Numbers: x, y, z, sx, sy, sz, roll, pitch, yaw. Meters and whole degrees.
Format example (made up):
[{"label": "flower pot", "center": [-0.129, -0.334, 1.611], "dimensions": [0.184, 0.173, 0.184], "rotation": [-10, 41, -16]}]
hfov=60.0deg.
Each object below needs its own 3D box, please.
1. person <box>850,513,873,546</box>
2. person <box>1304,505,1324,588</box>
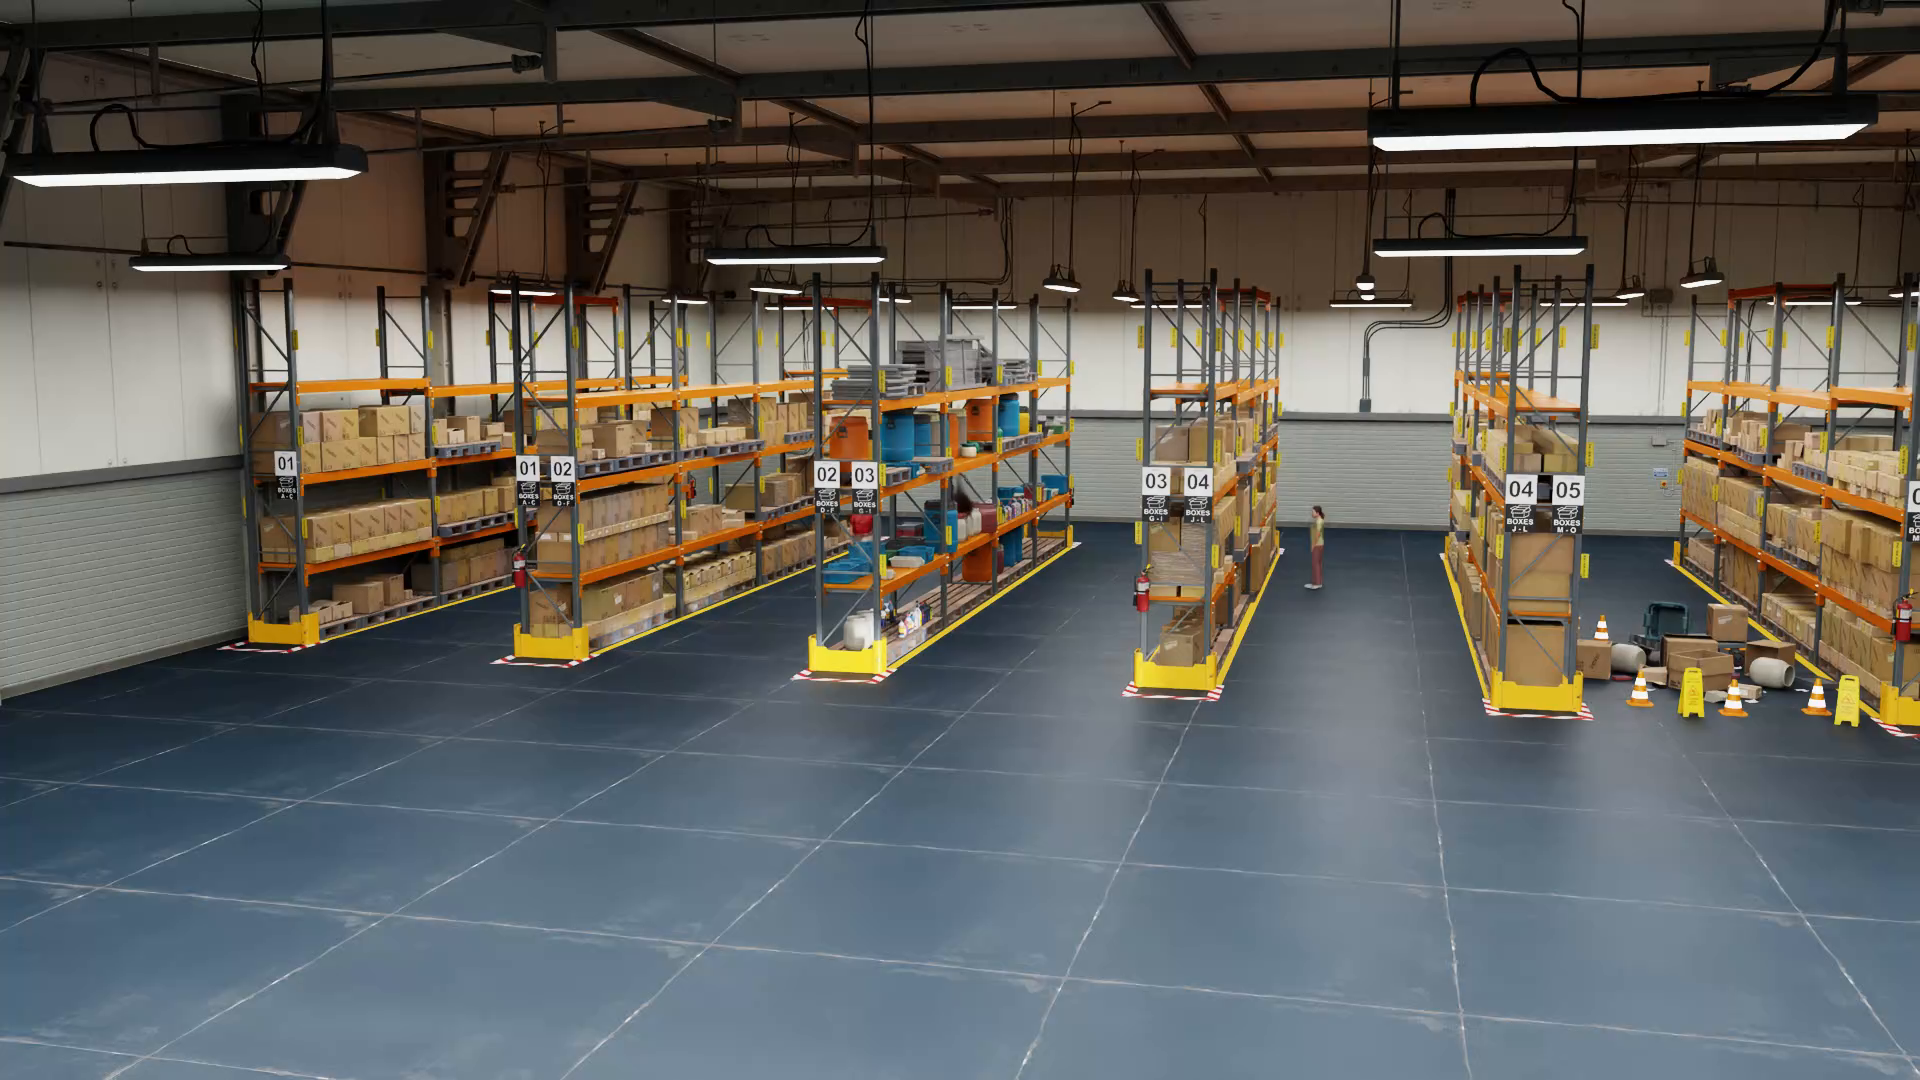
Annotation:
[{"label": "person", "center": [-2.045, -0.043, 34.856], "dimensions": [0.515, 1.642, 0.917], "rotation": [1, 7, 11]}, {"label": "person", "center": [7.167, 0.141, 33.591], "dimensions": [0.380, 1.681, 0.458], "rotation": [2, 7, 17]}]
